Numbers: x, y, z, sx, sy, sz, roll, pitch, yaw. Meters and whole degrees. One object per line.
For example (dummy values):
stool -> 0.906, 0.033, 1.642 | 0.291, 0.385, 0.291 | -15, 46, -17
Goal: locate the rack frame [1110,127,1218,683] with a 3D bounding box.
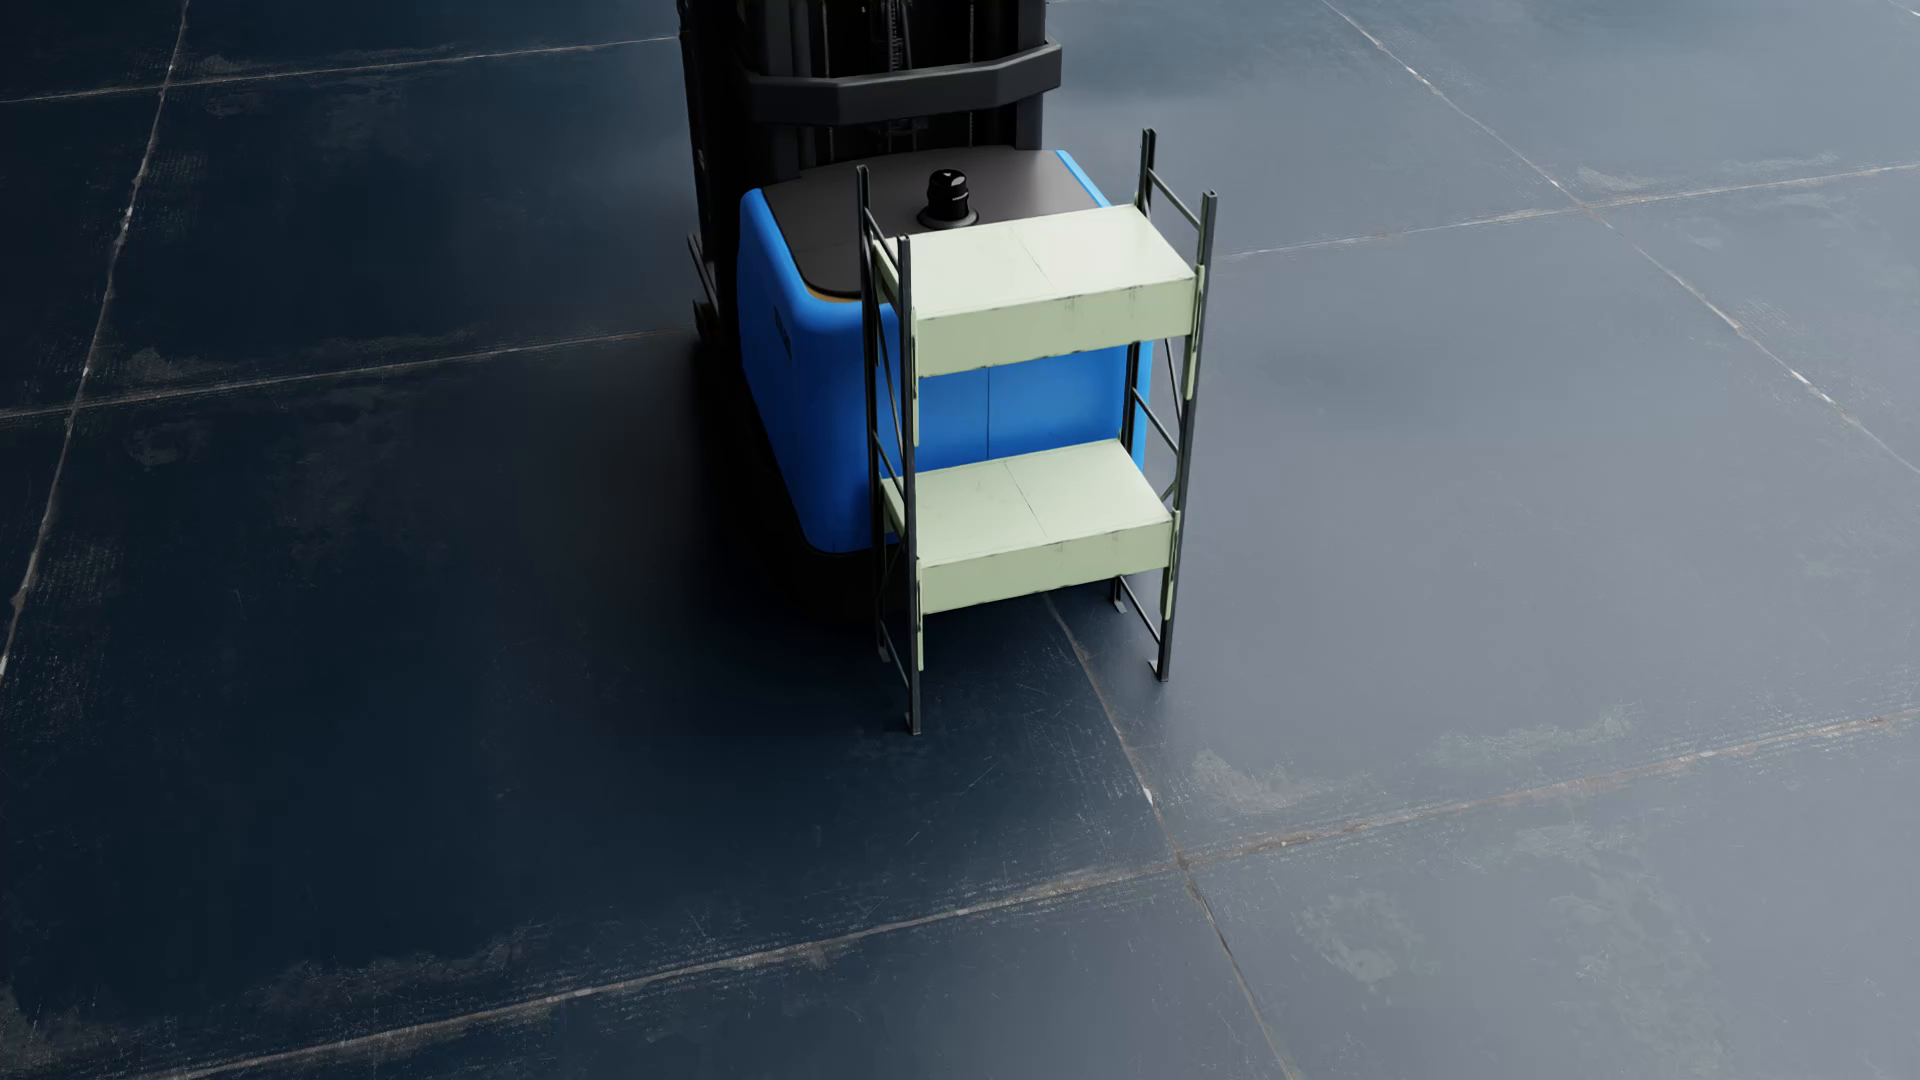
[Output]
rack frame -> 0.522, -0.308, 4.418 | 0.023, 1.500, 0.400 | -11, 39, -14

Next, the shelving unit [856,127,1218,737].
shelving unit -> 0.172, -0.242, 4.332 | 0.755, 1.500, 0.431 | -11, 39, -14

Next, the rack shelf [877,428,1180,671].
rack shelf -> 0.172, 0.017, 4.530 | 0.720, 0.370, 0.431 | -11, 39, -14

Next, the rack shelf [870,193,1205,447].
rack shelf -> 0.172, -0.552, 4.095 | 0.720, 0.370, 0.431 | -11, 39, -14

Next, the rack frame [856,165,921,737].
rack frame -> -0.177, -0.176, 4.246 | 0.023, 1.500, 0.400 | -11, 39, -14

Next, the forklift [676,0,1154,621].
forklift -> -0.353, -1.827, 5.227 | 1.130, 2.935, 3.031 | -10, 39, -13
